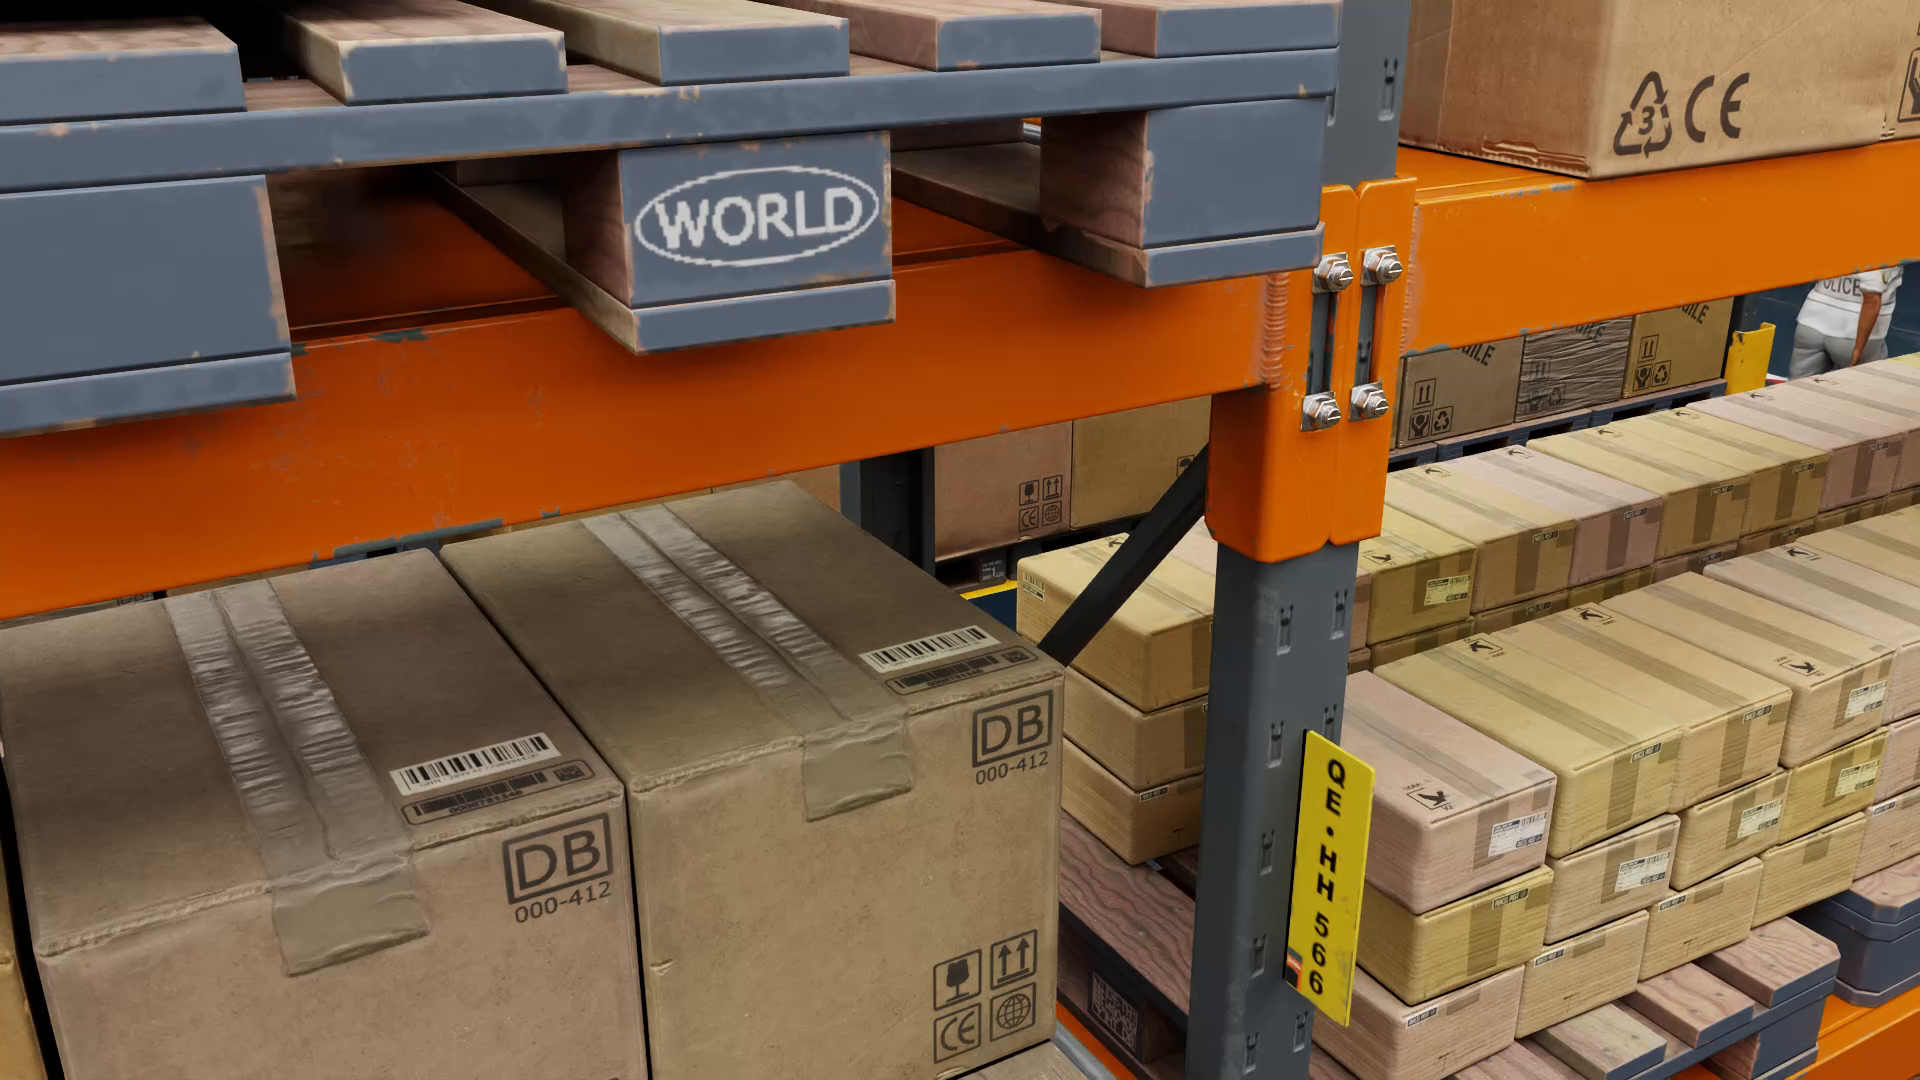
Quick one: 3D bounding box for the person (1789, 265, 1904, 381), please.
[{"bbox_3d":[4.722,-1.104,8.793,0.915,1.619,0.477,-12,25,-28],"label":"person"}]
